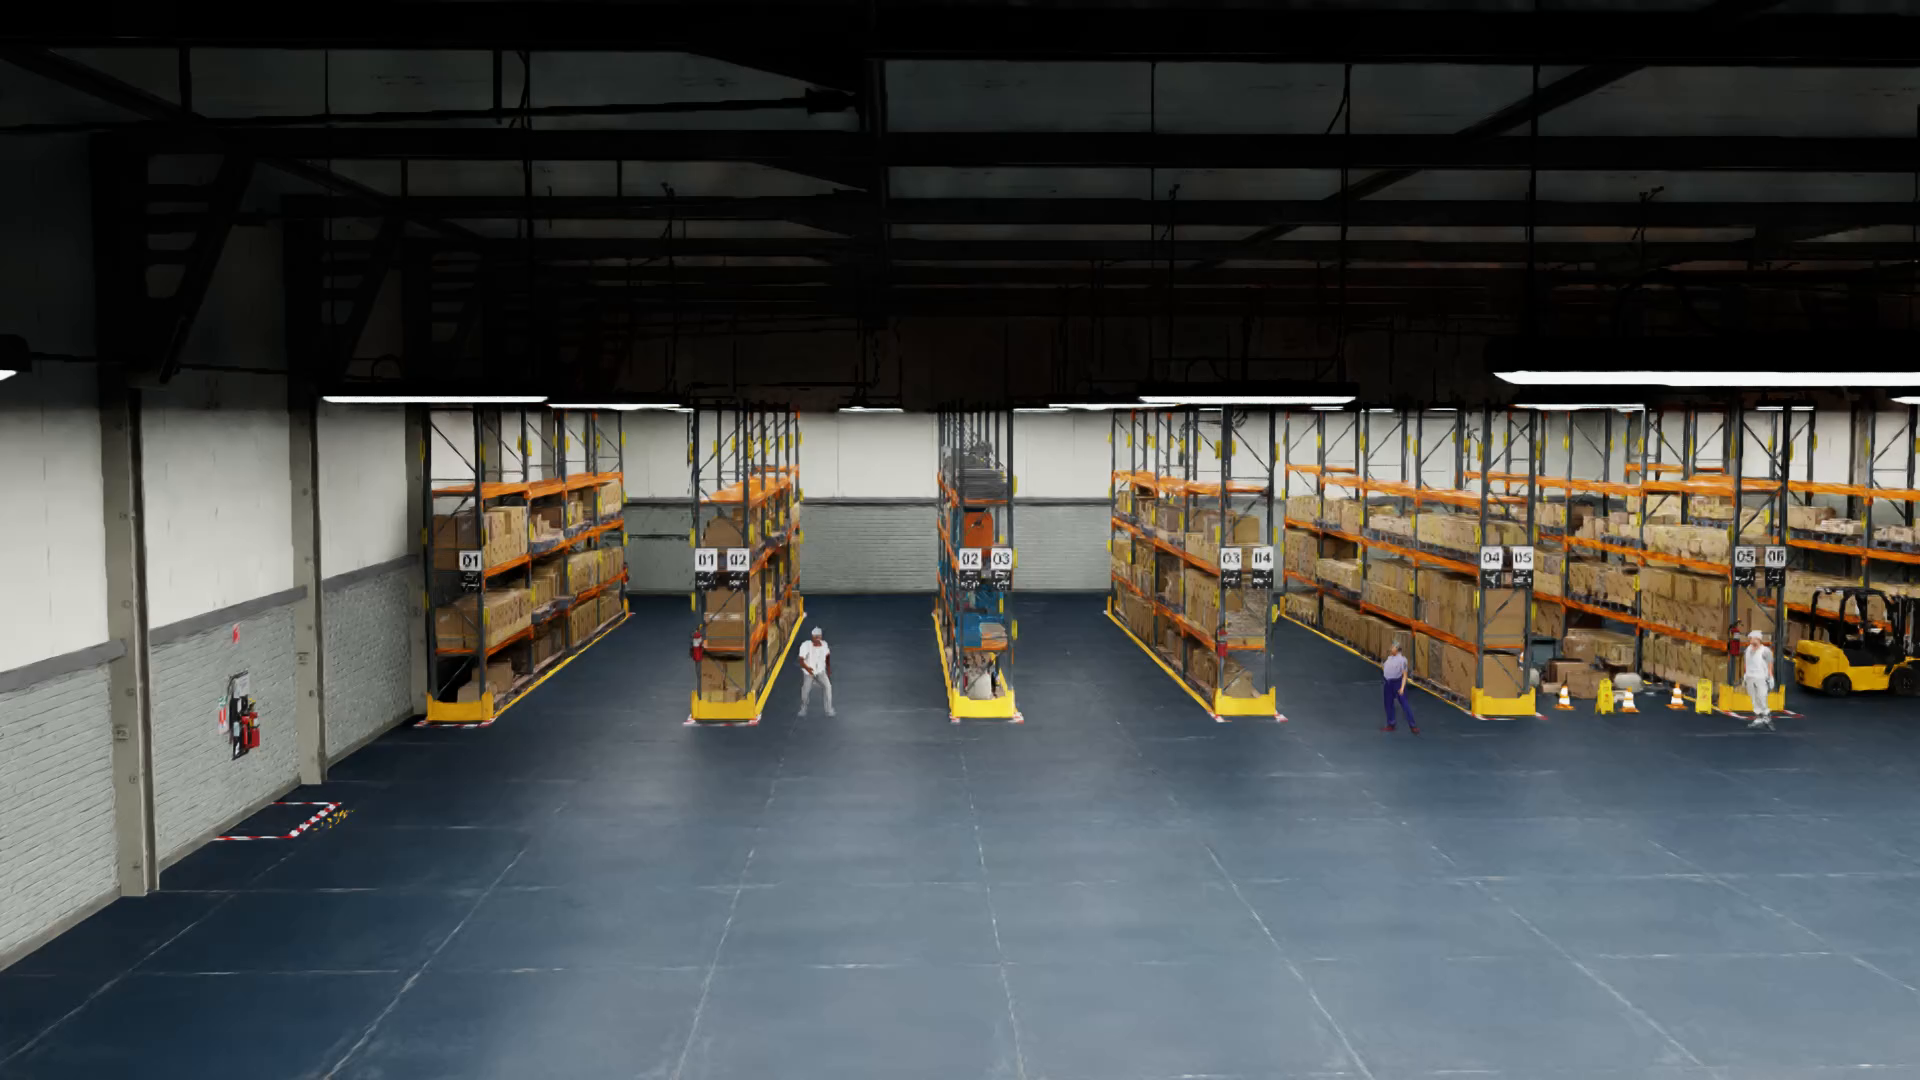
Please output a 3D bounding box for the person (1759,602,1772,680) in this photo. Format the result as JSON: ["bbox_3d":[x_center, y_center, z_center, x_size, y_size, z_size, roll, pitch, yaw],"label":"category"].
[{"bbox_3d":[17.146,2.173,35.621,0.455,1.677,0.525,2,5,28],"label":"person"}]

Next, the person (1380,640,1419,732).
[{"bbox_3d":[7.944,2.634,29.991,0.487,1.639,0.689,-3,5,-31],"label":"person"}]

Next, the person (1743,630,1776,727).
[{"bbox_3d":[14.551,2.525,30.256,0.400,1.782,0.628,-3,5,-31],"label":"person"}]

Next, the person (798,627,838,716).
[{"bbox_3d":[-2.739,2.478,31.427,0.708,1.701,0.797,-2,5,-22],"label":"person"}]
